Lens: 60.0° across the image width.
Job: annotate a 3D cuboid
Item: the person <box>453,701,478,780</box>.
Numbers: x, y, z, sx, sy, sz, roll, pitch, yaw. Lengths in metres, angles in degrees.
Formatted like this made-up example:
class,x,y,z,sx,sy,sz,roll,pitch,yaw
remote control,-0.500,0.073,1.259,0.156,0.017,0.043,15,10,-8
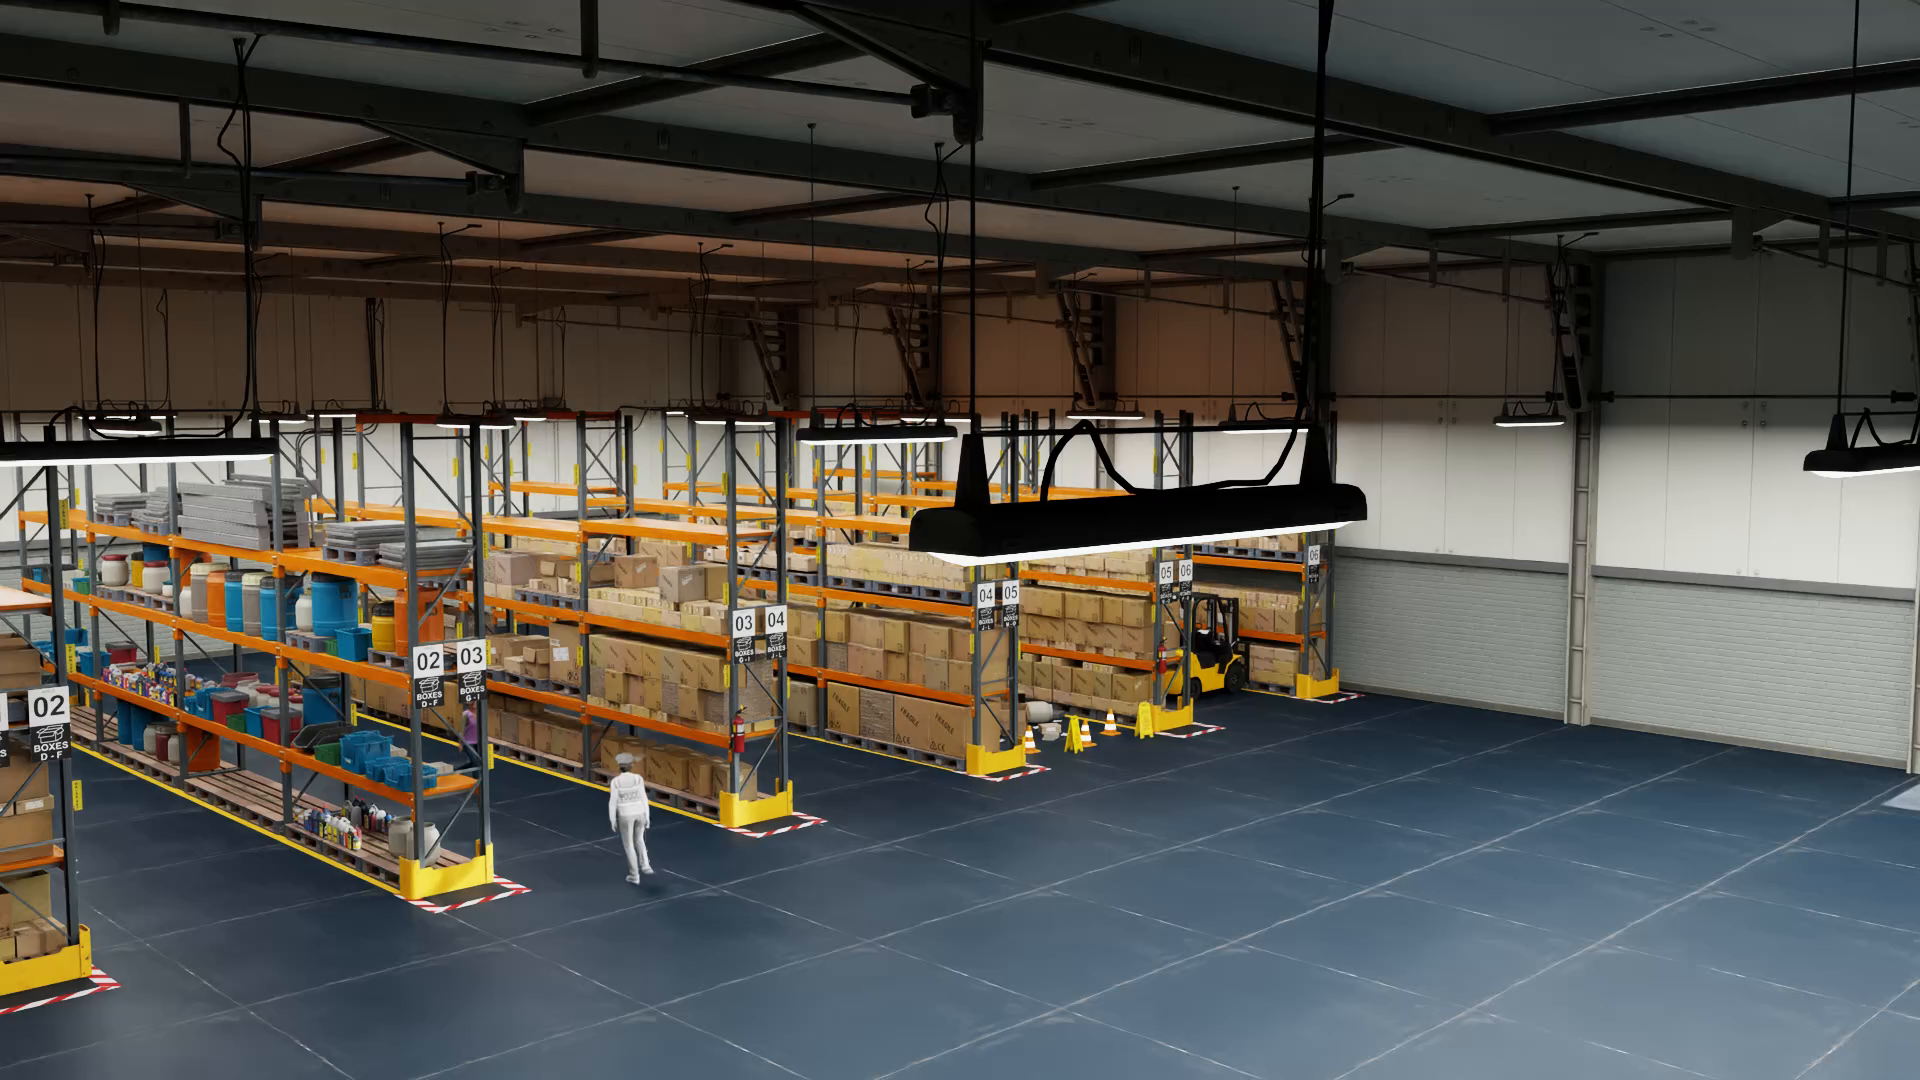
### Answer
class,x,y,z,sx,sy,sz,roll,pitch,yaw
person,-7.837,3.251,26.619,0.912,1.530,0.430,3,6,27

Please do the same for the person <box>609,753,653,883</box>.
class,x,y,z,sx,sy,sz,roll,pitch,yaw
person,-4.282,3.613,21.609,0.527,1.674,0.483,-3,6,-34
